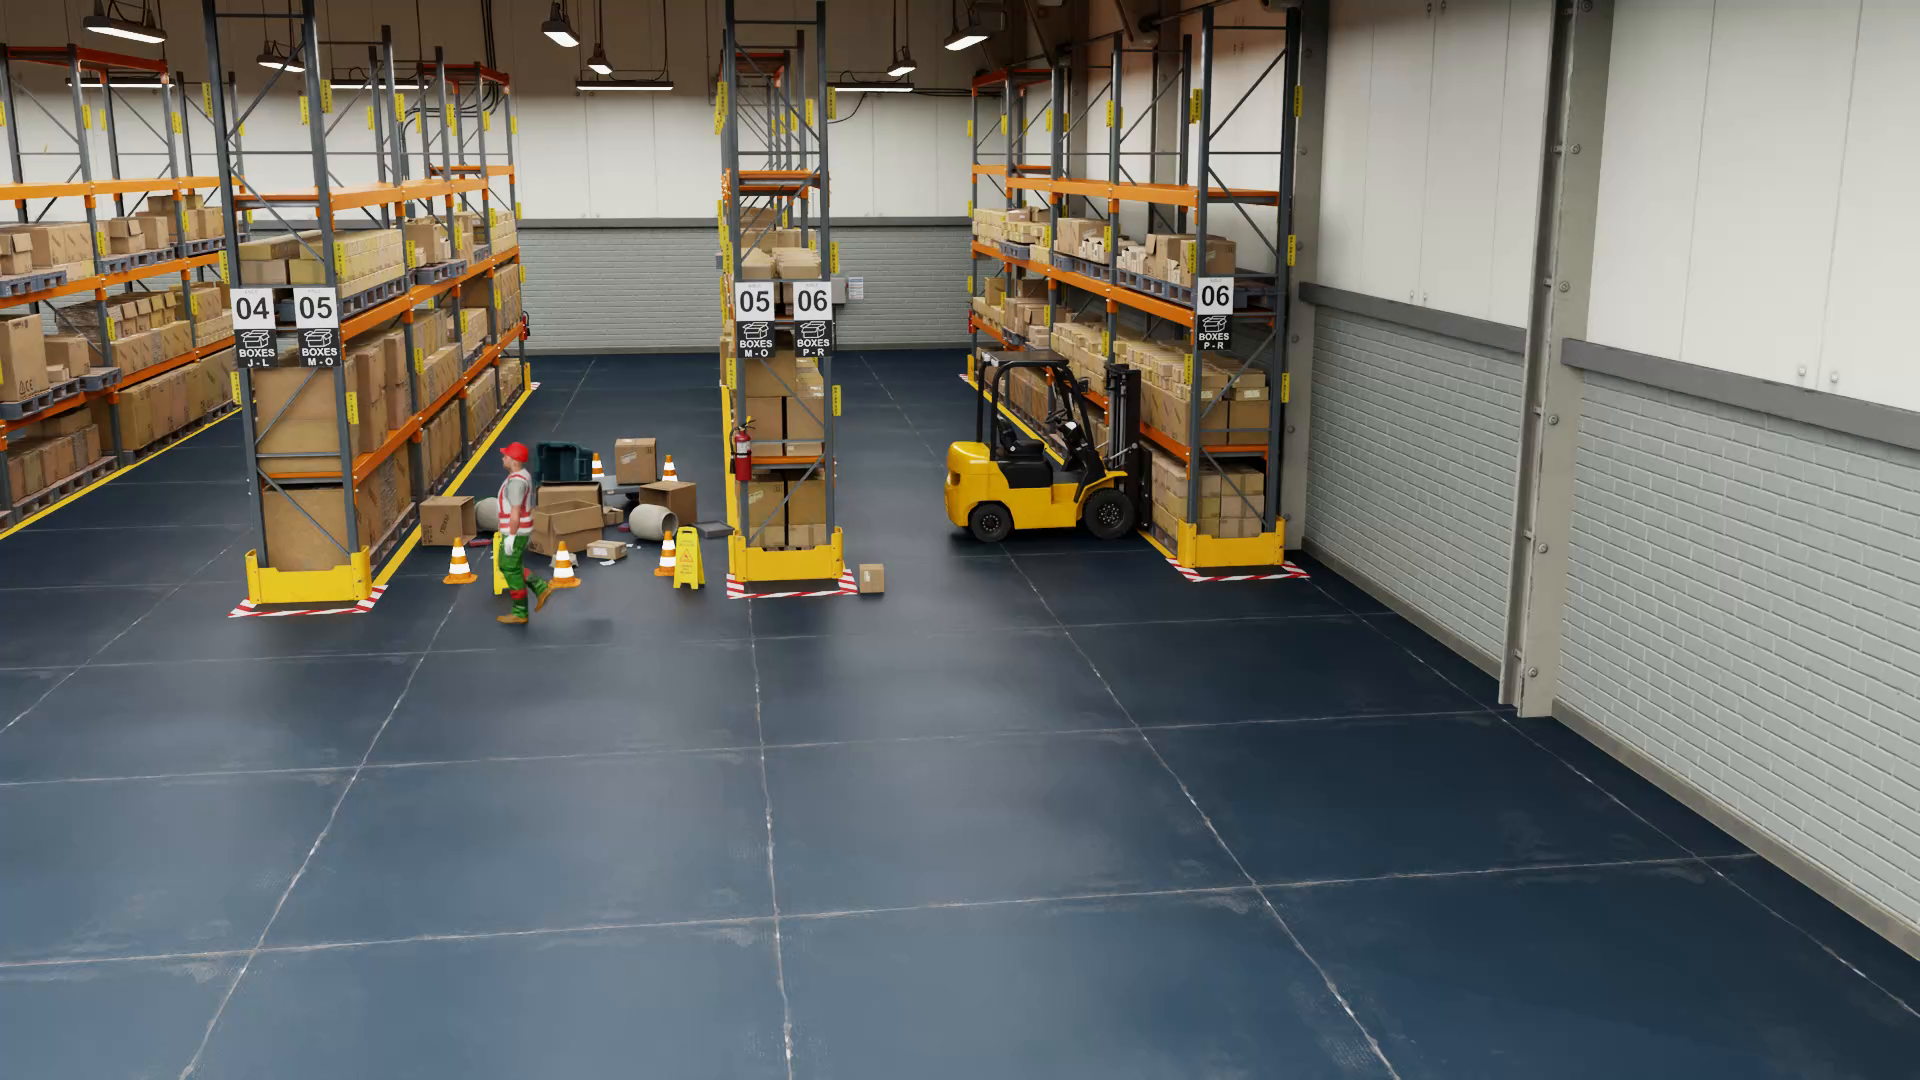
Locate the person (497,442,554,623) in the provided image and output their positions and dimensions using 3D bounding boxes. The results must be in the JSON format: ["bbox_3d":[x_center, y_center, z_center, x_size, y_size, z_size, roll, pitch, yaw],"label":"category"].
[{"bbox_3d":[-4.269,-0.071,16.155,0.544,1.779,0.529,-2,13,-8],"label":"person"}]
